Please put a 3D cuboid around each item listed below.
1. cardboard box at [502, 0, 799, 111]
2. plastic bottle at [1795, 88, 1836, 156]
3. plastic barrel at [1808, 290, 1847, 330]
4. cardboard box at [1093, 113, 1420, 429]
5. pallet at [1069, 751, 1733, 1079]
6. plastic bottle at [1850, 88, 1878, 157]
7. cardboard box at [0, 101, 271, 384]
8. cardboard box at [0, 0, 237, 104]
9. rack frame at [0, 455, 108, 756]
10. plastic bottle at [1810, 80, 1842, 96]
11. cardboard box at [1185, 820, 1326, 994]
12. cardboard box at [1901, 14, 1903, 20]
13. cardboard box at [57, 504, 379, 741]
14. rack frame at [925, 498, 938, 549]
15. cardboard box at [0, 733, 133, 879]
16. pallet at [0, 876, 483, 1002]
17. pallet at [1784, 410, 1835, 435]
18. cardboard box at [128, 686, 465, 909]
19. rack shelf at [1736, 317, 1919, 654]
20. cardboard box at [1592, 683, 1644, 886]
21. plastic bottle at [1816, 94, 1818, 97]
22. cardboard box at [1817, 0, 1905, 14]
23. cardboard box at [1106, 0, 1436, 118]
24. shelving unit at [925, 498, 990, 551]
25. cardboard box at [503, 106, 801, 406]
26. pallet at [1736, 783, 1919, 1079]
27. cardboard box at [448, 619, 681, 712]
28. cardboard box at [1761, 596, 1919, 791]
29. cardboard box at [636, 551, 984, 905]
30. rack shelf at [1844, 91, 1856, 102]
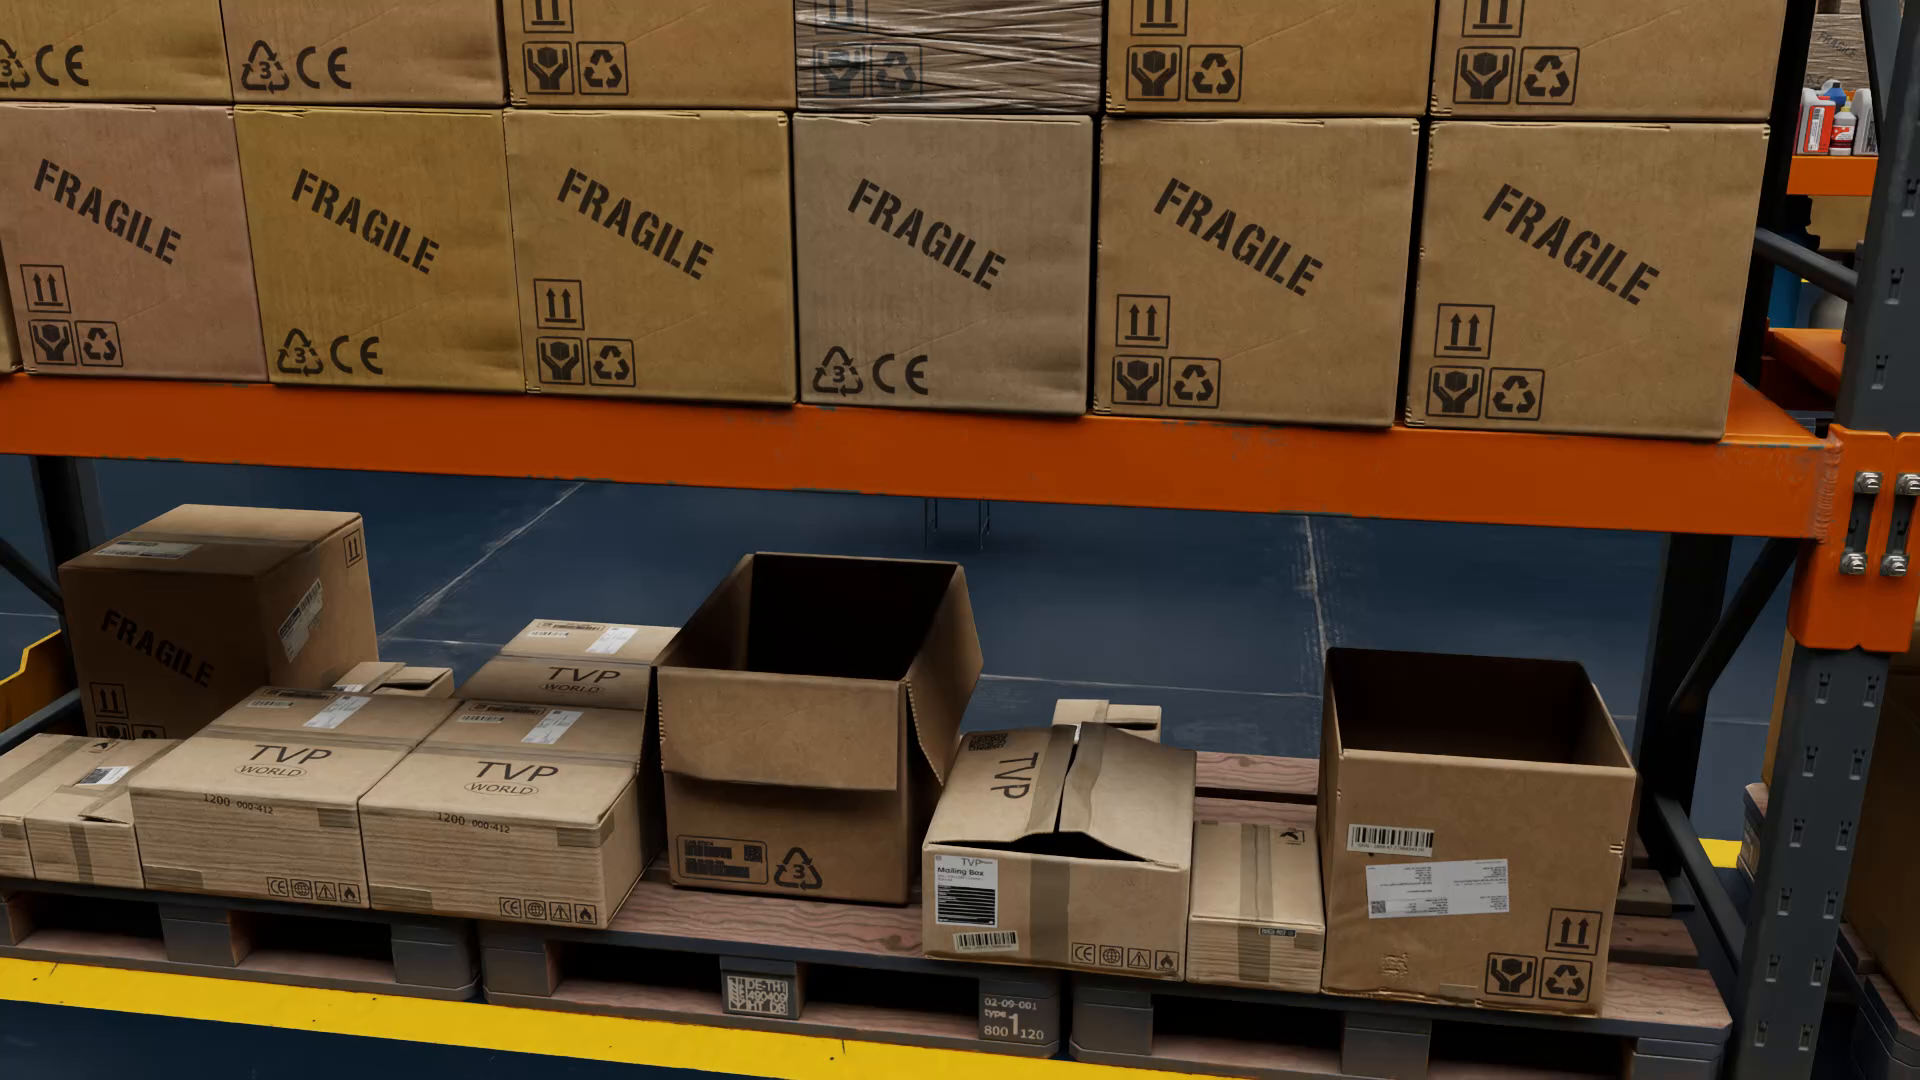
[{"bbox_3d":[-0.479,-1.036,2.938,0.500,0.500,0.500,3,19,8],"label":"cardboard box"},{"bbox_3d":[3.662,-1.797,7.143,0.135,0.276,0.152,3,19,9],"label":"plastic bottle"},{"bbox_3d":[4.128,-0.940,7.644,0.421,0.512,0.421,0,18,0],"label":"plastic barrel"},{"bbox_3d":[0.519,-0.512,2.947,0.500,0.500,0.500,3,19,10],"label":"cardboard box"},{"bbox_3d":[0.884,0.794,3.598,1.213,0.211,1.003,3,19,9],"label":"pallet"},{"bbox_3d":[3.891,-1.786,7.108,0.135,0.276,0.152,3,19,9],"label":"plastic bottle"},{"bbox_3d":[-1.481,-0.613,3.251,0.500,0.500,0.500,3,19,8],"label":"cardboard box"},{"bbox_3d":[-1.474,-1.088,3.094,0.500,0.500,0.500,3,19,9],"label":"cardboard box"},{"bbox_3d":[-2.387,-0.695,3.653,0.127,3.000,1.000,3,19,9],"label":"rack frame"},{"bbox_3d":[4.012,-2.006,7.766,0.135,0.276,0.152,3,19,9],"label":"plastic bottle"},{"bbox_3d":[0.575,0.710,3.255,0.250,0.149,0.380,3,19,9],"label":"cardboard box"},{"bbox_3d":[6.560,-3.390,11.551,0.500,0.500,0.500,4,19,10],"label":"cardboard box"},{"bbox_3d":[-1.811,0.232,4.129,0.500,0.500,0.500,3,19,9],"label":"cardboard box"},{"bbox_3d":[-0.108,-0.432,6.177,0.006,0.900,0.240,3,19,9],"label":"rack frame"},{"bbox_3d":[-2.028,0.577,3.651,0.250,0.149,0.380,3,19,9],"label":"cardboard box"},{"bbox_3d":[-1.525,0.671,3.965,1.213,0.211,1.003,3,19,9],"label":"pallet"},{"bbox_3d":[4.315,-0.611,7.795,1.213,0.211,1.003,3,19,9],"label":"pallet"},{"bbox_3d":[-1.402,0.542,3.597,0.500,0.250,0.500,3,19,9],"label":"cardboard box"},{"bbox_3d":[3.537,-0.052,2.865,4.000,0.370,1.077,3,19,9],"label":"rack shelf"},{"bbox_3d":[1.182,0.484,3.674,0.500,0.311,0.500,3,19,9],"label":"cardboard box"},{"bbox_3d":[3.686,-1.845,7.286,0.135,0.276,0.152,3,19,9],"label":"plastic bottle"},{"bbox_3d":[6.367,-3.961,11.675,0.637,0.503,0.797,4,19,11],"label":"cardboard box"},{"bbox_3d":[0.515,-0.985,2.785,0.500,0.500,0.500,3,19,8],"label":"cardboard box"},{"bbox_3d":[-0.008,-0.427,6.162,0.210,0.900,0.258,3,19,9],"label":"shelving unit"},{"bbox_3d":[-0.492,-0.561,3.096,0.500,0.500,0.500,3,19,9],"label":"cardboard box"},{"bbox_3d":[2.371,0.858,3.407,1.213,0.211,1.003,3,19,9],"label":"pallet"},{"bbox_3d":[-0.878,0.408,3.998,0.500,0.250,0.500,3,19,9],"label":"cardboard box"},{"bbox_3d":[2.095,0.418,3.573,0.500,0.500,0.500,3,19,8],"label":"cardboard box"},{"bbox_3d":[-0.294,0.388,3.656,0.637,0.503,0.797,3,19,9],"label":"cardboard box"},{"bbox_3d":[5.112,-3.155,12.140,4.000,0.370,1.077,3,19,9],"label":"rack shelf"}]
